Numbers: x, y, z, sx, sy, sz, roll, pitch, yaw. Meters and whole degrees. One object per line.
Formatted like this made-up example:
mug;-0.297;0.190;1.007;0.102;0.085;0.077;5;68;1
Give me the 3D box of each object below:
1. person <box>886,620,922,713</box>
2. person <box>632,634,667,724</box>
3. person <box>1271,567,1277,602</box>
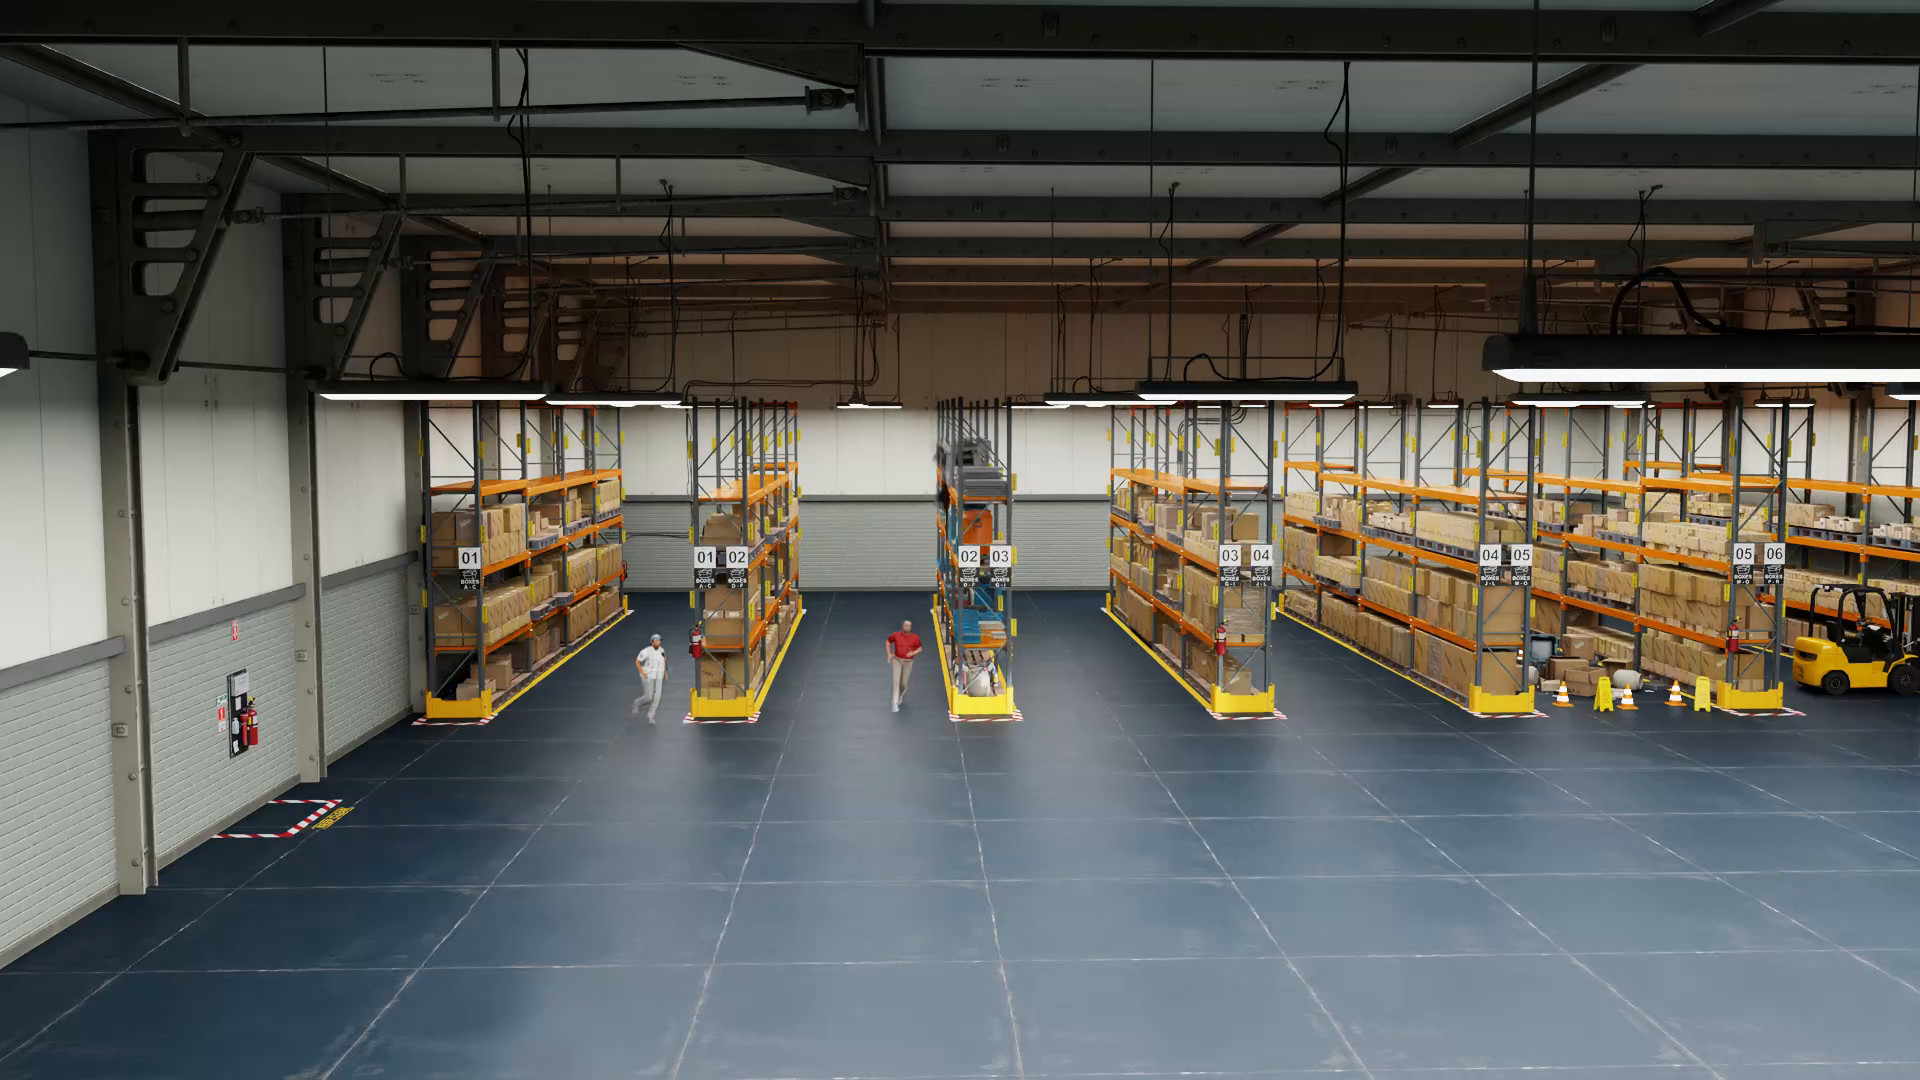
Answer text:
person;-1.080;2.396;32.046;0.691;1.720;0.963;0;4;-6
person;-5.672;2.549;30.784;0.653;1.602;0.666;-4;6;-40
person;8.180;1.498;44.470;0.562;1.614;0.674;-1;5;-12
